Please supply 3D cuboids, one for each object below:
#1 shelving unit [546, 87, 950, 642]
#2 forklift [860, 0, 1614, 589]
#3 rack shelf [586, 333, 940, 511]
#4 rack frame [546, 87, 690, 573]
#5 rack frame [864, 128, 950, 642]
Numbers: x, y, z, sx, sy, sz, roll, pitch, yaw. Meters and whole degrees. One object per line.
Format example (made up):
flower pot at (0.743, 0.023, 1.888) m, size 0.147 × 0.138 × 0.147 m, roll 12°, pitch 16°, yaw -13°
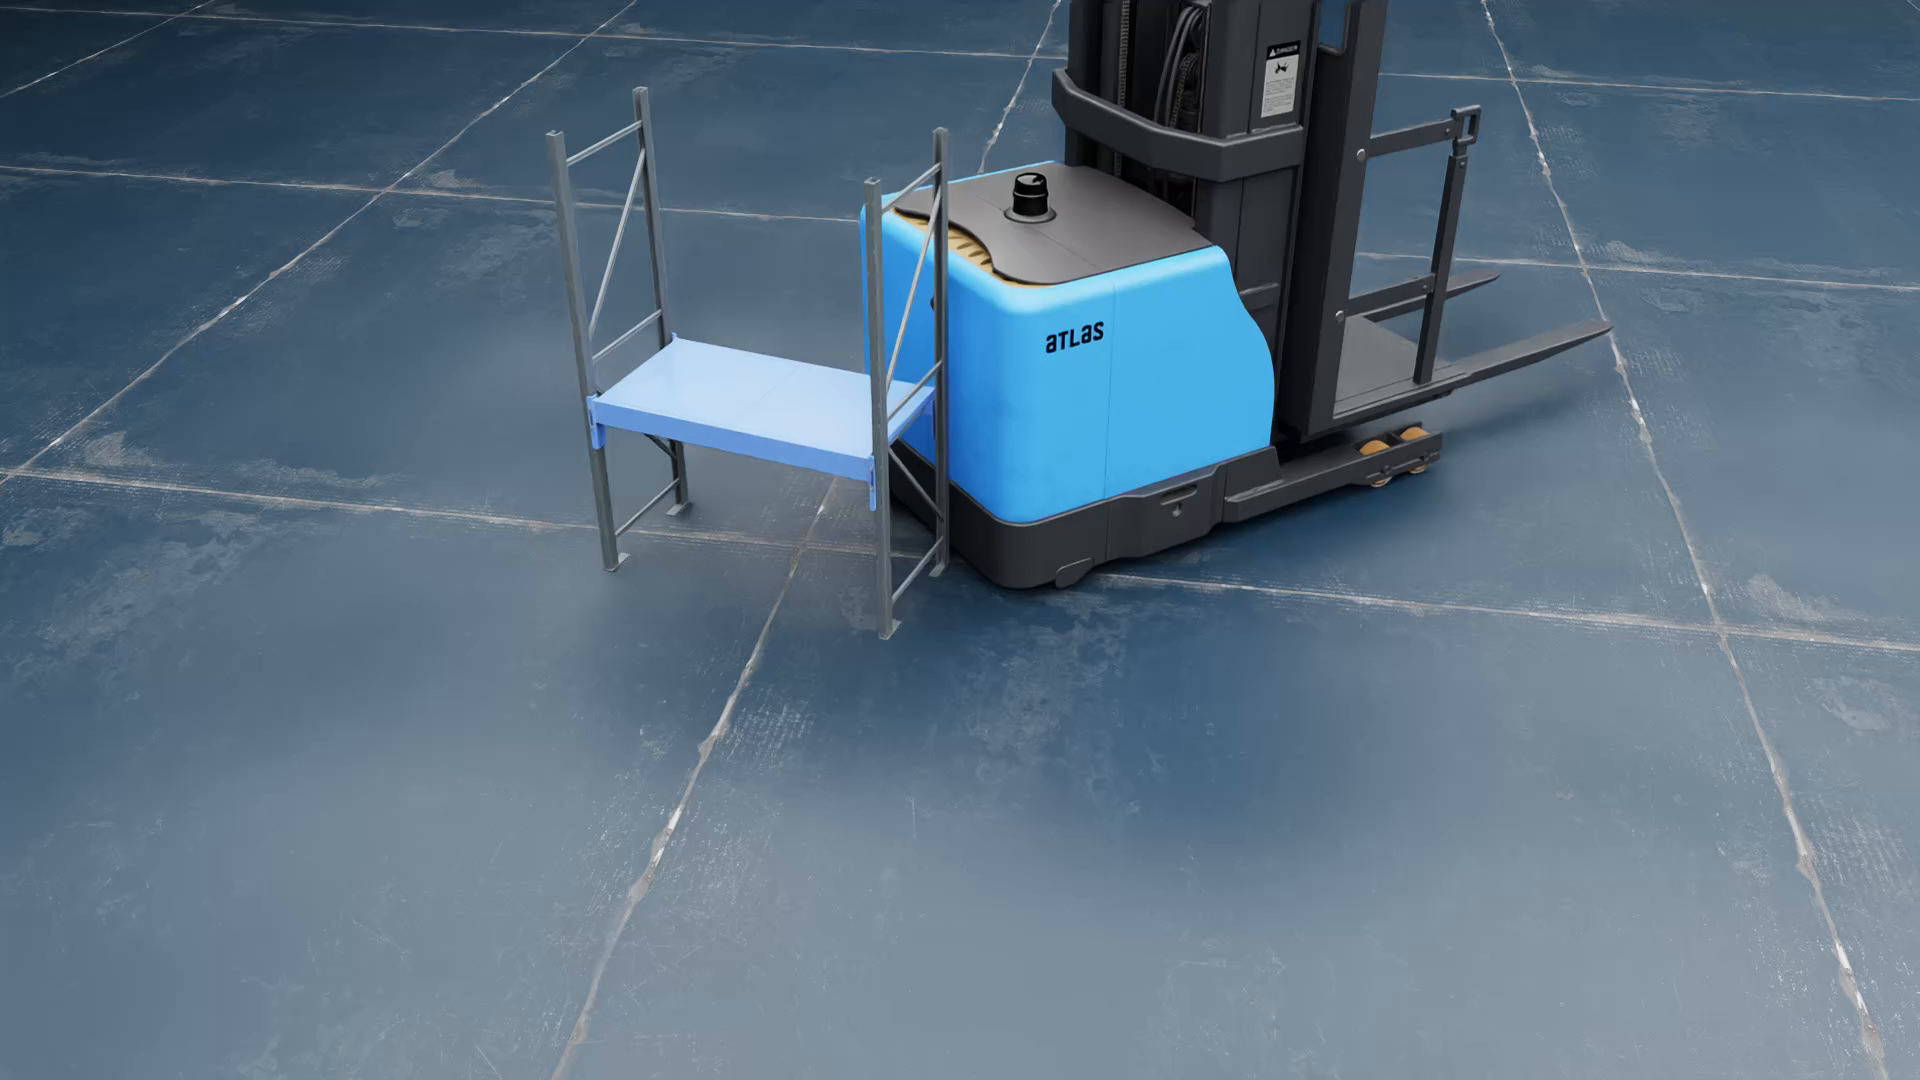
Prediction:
shelving unit at (-0.614, -0.546, 5.208) m, size 1.048 × 1.500 × 0.538 m, roll 13°, pitch 34°, yaw 19°
forklift at (1.179, -1.657, 5.635) m, size 3.031 × 2.935 × 1.130 m, roll -18°, pitch 36°, yaw -26°
rack shelf at (-0.614, -0.393, 5.304) m, size 1.000 × 0.185 × 0.538 m, roll 13°, pitch 34°, yaw 19°
rack frame at (-1.082, -0.651, 5.376) m, size 0.032 × 1.500 × 0.500 m, roll 13°, pitch 34°, yaw 19°
rack frame at (-0.146, -0.440, 5.040) m, size 0.032 × 1.500 × 0.500 m, roll 13°, pitch 34°, yaw 19°
